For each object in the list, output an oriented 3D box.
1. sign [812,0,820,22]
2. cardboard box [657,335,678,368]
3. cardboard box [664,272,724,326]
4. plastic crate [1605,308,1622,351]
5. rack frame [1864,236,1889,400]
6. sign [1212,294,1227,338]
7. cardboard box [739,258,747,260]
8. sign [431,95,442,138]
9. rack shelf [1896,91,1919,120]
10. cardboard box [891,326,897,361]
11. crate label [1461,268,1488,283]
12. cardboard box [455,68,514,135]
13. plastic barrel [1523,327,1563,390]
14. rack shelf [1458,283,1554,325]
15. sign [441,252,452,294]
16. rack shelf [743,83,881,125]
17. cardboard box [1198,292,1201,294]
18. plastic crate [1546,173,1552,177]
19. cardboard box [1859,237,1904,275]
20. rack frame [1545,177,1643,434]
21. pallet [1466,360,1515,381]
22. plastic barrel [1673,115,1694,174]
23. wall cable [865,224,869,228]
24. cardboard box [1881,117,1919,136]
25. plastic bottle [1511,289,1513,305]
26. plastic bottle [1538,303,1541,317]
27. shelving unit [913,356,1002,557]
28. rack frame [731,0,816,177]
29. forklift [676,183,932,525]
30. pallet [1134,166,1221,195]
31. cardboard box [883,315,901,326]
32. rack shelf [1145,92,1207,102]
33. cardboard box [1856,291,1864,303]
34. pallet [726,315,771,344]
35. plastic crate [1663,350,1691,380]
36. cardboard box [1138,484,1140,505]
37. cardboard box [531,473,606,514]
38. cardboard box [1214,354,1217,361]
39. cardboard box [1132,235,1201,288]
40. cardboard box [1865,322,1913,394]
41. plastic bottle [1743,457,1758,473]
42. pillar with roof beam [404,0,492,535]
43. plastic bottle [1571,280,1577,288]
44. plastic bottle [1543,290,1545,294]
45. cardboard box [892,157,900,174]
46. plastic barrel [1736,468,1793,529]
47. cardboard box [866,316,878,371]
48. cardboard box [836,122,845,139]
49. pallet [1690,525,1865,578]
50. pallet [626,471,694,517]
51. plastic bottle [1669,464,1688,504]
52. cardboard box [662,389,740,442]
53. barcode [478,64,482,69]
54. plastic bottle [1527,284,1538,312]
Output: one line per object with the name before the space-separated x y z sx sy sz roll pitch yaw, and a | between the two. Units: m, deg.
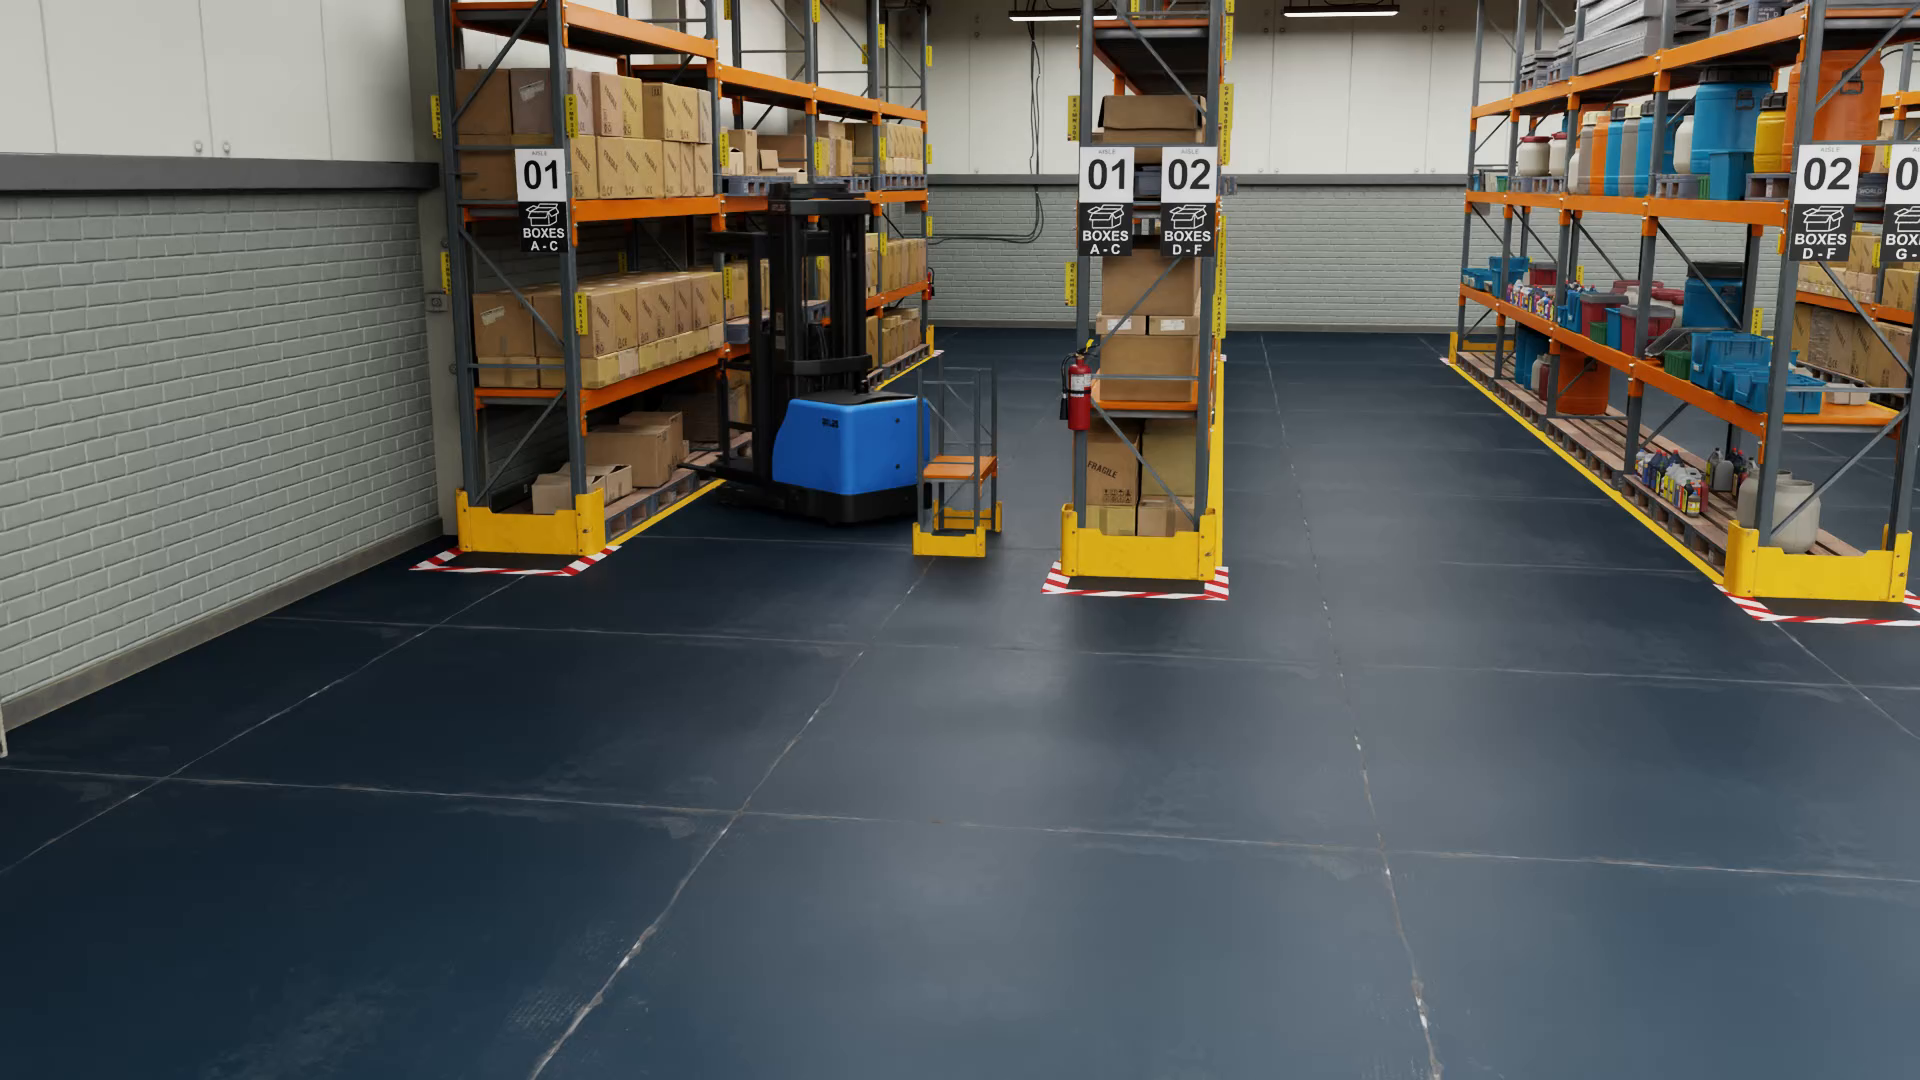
sign | -1.753 -6.455 20.178 0.100 0.325 0.005 2 12 9
cardboard box | -2.902 -1.724 15.182 0.500 0.250 0.500 2 12 9
cardboard box | -2.672 -2.404 16.557 0.500 0.500 0.500 2 12 9
plastic crate | 6.746 -2.120 16.750 0.392 0.384 0.575 2 12 9
rack frame | 13.008 -3.393 22.619 1.000 3.000 0.127 2 12 9
sign | 1.922 -1.660 12.332 0.100 0.325 0.005 2 12 9
cardboard box | -2.353 -3.208 20.477 0.700 0.500 0.500 0 12 2
sign | -4.066 -3.298 12.955 0.100 0.325 0.005 2 12 9
rack shelf | 12.701 -5.362 20.173 1.077 0.370 4.000 2 12 9
cardboard box | -1.378 -3.115 26.264 0.700 0.500 0.500 2 12 8
crate label | 8.366 -4.293 27.049 0.416 0.233 0.303 2 12 9
cardboard box | -3.713 -3.489 13.284 0.500 0.500 0.500 2 12 11
plastic barrel | 7.905 -2.473 22.333 0.600 0.901 0.708 2 12 9
rack shelf | 8.422 -3.618 25.371 1.077 0.370 4.000 2 12 9
sign | -4.066 -2.119 13.209 0.100 0.325 0.005 2 12 9
rack shelf | -1.983 -5.844 22.407 1.077 0.370 4.000 2 12 9
cardboard box | 2.043 -2.191 15.265 0.380 0.149 0.250 2 12 9
plastic crate | 8.576 -5.206 24.220 0.497 0.269 0.590 2 12 9
cardboard box | 12.815 -3.936 23.008 0.500 0.500 0.500 2 12 10
rack frame | 7.499 -2.721 19.500 1.000 3.000 0.127 2 12 9
pallet | 8.374 -2.600 25.555 1.003 0.211 1.213 2 12 9
plastic barrel | 6.624 -3.531 14.877 0.421 0.512 0.421 0 12 0
wall cable | -1.798 -5.501 29.989 0.084 1.984 1.851 2 12 9
cardboard box | 13.159 -5.725 23.066 0.500 0.250 0.500 1 12 5
plastic bottle | 7.601 -3.356 22.750 0.097 0.271 0.097 0 12 0
plastic bottle | 7.286 -2.895 20.777 0.097 0.201 0.097 0 12 0
shelving unit | -0.012 -0.717 13.762 0.587 1.500 1.083 2 12 9
rack frame | -2.290 -5.975 20.357 1.000 3.000 0.127 2 12 9
forklift | -1.639 -1.809 15.430 1.130 2.935 3.031 -12 17 -43
pallet | 1.509 -2.787 12.893 1.003 0.211 1.213 2 12 9
cardboard box | -1.146 -3.502 26.518 0.380 0.149 0.250 2 12 7
rack shelf | 2.913 -5.684 21.666 1.077 0.370 4.000 2 12 9
cardboard box | 12.771 -3.398 23.238 0.380 0.149 0.250 2 12 10
pallet | -2.644 -2.270 17.862 1.003 0.211 1.213 2 12 9
plastic crate | 6.396 -1.511 14.389 0.450 0.188 0.662 2 12 9
cardboard box | 1.230 -0.304 13.813 0.500 0.250 0.500 2 12 9
cardboard box | -3.325 -0.419 14.153 0.500 0.311 0.500 0 12 2
cardboard box | 3.115 -2.174 21.852 0.500 0.500 0.500 2 12 8
cardboard box | 1.928 -2.640 15.807 0.700 0.500 0.500 2 12 9
cardboard box | 12.930 -2.426 22.177 1.225 0.875 0.875 2 12 9
plastic bottle | 6.990 -0.558 14.706 0.144 0.351 0.185 2 12 8
pillar with roof beam | -0.014 -4.344 12.789 9.100 9.000 0.400 2 12 9
plastic bottle | 8.296 -3.328 22.431 0.144 0.351 0.185 2 12 9
plastic bottle | 7.556 -3.097 21.551 0.097 0.271 0.097 0 12 0
cardboard box | -1.216 -5.763 25.616 0.500 0.250 0.500 2 12 7
plastic barrel | 6.371 -0.289 13.121 0.421 0.512 0.421 0 12 0
cardboard box | -1.646 -2.890 24.388 0.750 0.750 0.750 2 12 9
cardboard box | -1.940 -5.793 23.571 0.500 0.250 0.500 3 12 13
pallet | 6.364 0.121 12.930 1.003 0.211 1.213 2 12 9
pallet | -3.159 -0.451 15.583 1.003 0.211 1.213 2 12 9
plastic bottle | 6.227 -0.487 14.379 0.144 0.351 0.185 2 12 11
cardboard box | -2.809 -1.356 18.056 0.700 0.500 0.500 2 12 11
barcode | -3.905 -3.838 13.528 0.001 0.075 0.075 2 12 9
plastic bottle | 7.430 -3.131 21.519 0.144 0.351 0.185 2 12 9
